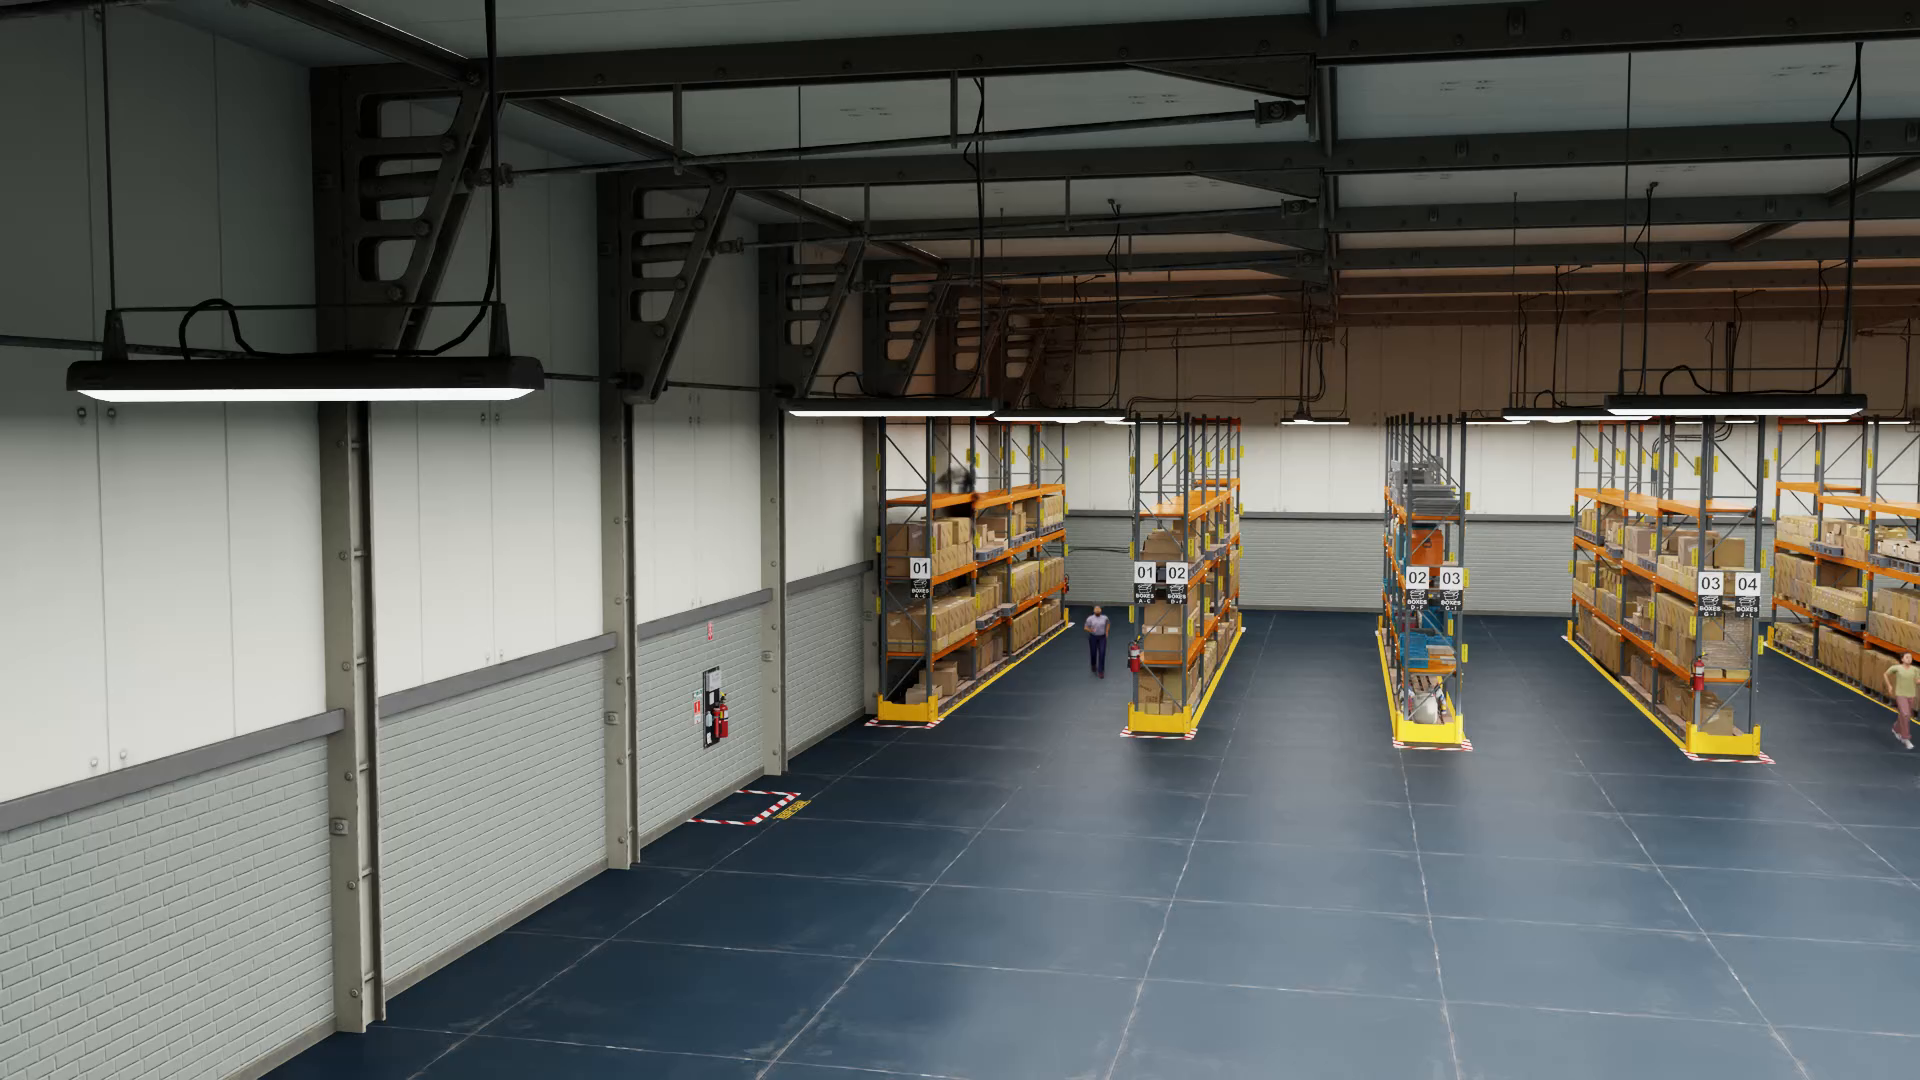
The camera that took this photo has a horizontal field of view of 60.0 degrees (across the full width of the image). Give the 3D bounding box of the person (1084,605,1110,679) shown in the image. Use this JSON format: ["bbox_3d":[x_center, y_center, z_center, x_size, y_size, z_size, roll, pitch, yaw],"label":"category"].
[{"bbox_3d":[3.155,2.314,38.172,0.606,1.630,0.925,0,4,0],"label":"person"}]

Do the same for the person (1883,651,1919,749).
[{"bbox_3d":[17.034,2.856,29.979,0.561,1.673,0.879,0,4,0],"label":"person"}]
